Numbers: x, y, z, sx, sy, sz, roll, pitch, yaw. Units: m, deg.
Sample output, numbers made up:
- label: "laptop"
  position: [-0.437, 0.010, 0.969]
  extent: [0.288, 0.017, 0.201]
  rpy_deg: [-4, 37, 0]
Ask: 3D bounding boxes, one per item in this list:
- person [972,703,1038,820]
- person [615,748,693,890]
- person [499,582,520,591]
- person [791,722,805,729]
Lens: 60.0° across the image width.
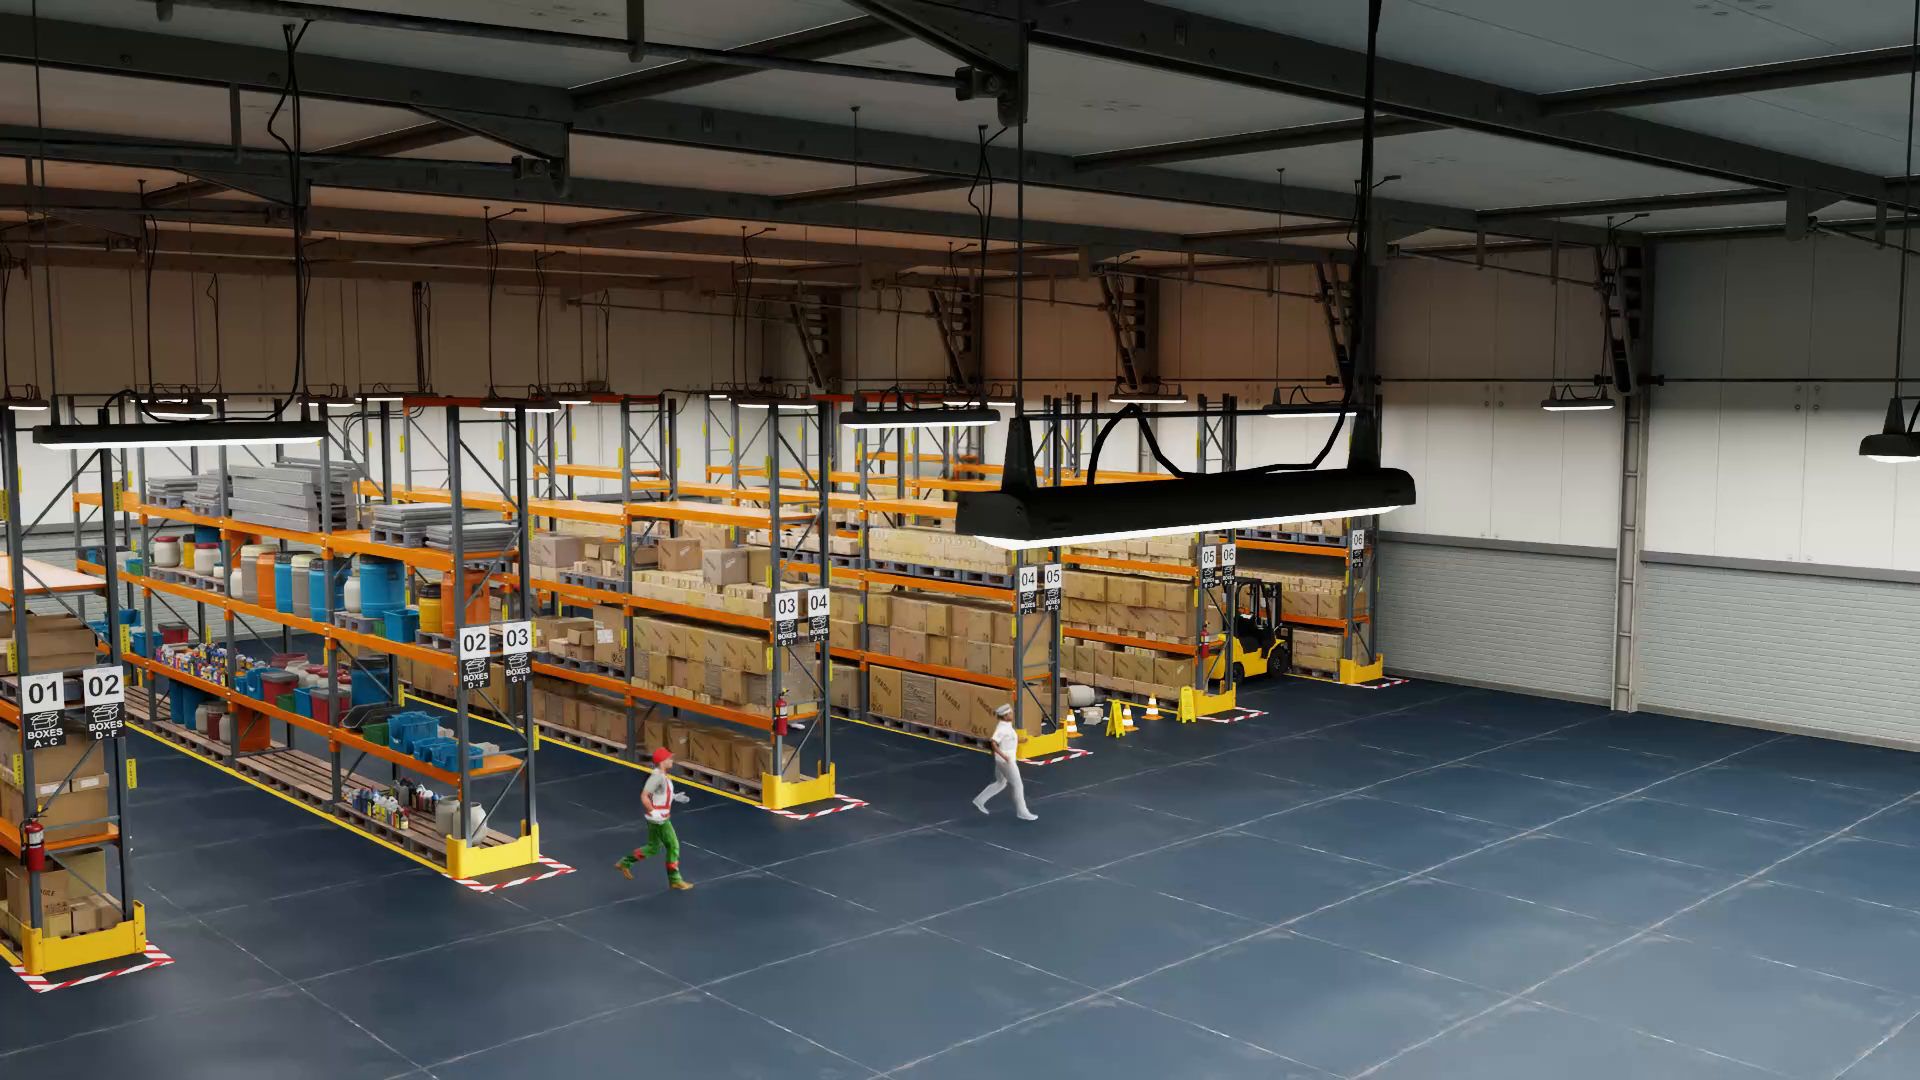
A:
- label: "person"
  position: [0.645, 3.163, 23.825]
  extent: [0.941, 1.674, 0.578]
  rpy_deg: [0, 6, -4]
- label: "person"
  position: [-3.805, 3.460, 20.605]
  extent: [0.959, 1.778, 0.629]
  rpy_deg: [-1, 6, -10]
- label: "person"
  position: [-10.814, 1.637, 39.853]
  extent: [0.734, 1.697, 0.567]
  rpy_deg: [2, 6, 17]
- label: "person"
  position: [-3.174, 2.554, 30.229]
  extent: [0.969, 1.655, 0.564]
  rpy_deg: [4, 7, 35]
